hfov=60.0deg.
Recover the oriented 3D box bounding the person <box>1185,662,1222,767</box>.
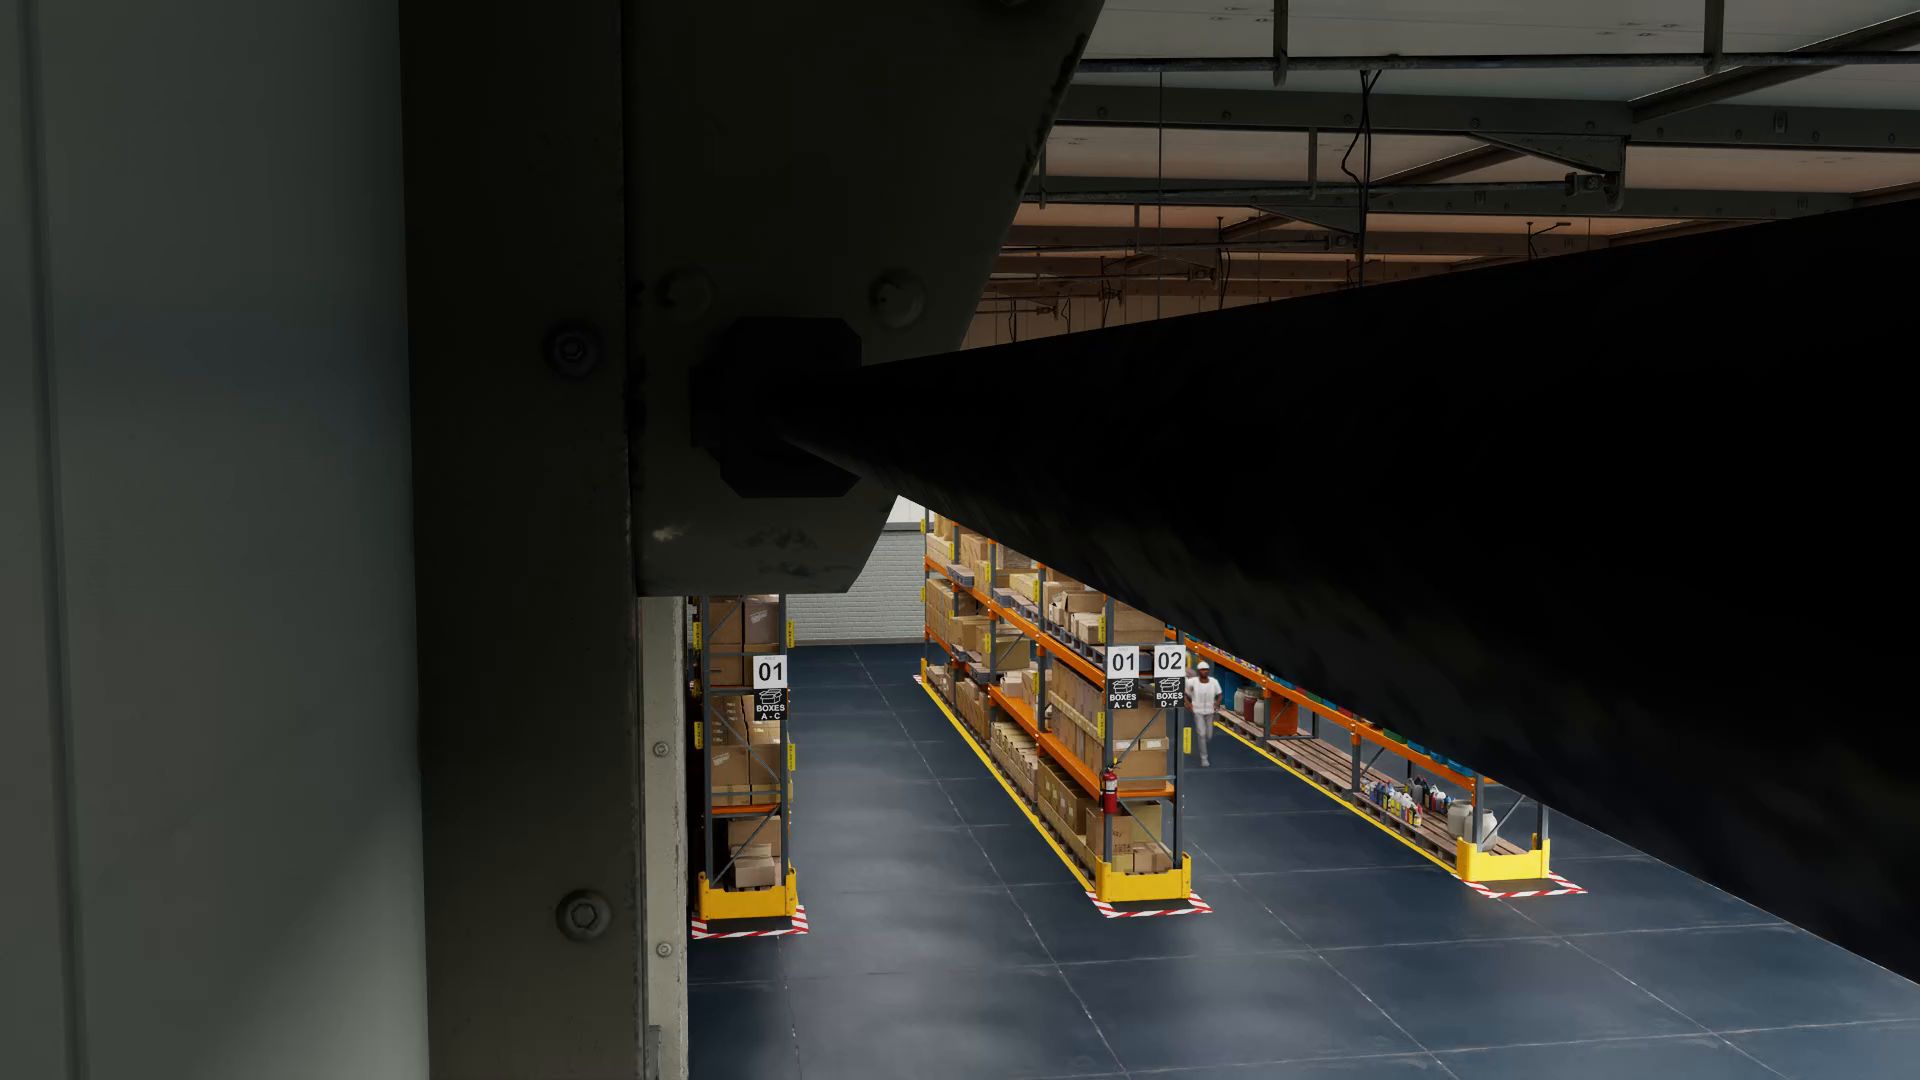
[{"bbox_3d":[4.147,2.952,28.496,0.703,1.757,0.785,-1,5,-7],"label":"person"}]
